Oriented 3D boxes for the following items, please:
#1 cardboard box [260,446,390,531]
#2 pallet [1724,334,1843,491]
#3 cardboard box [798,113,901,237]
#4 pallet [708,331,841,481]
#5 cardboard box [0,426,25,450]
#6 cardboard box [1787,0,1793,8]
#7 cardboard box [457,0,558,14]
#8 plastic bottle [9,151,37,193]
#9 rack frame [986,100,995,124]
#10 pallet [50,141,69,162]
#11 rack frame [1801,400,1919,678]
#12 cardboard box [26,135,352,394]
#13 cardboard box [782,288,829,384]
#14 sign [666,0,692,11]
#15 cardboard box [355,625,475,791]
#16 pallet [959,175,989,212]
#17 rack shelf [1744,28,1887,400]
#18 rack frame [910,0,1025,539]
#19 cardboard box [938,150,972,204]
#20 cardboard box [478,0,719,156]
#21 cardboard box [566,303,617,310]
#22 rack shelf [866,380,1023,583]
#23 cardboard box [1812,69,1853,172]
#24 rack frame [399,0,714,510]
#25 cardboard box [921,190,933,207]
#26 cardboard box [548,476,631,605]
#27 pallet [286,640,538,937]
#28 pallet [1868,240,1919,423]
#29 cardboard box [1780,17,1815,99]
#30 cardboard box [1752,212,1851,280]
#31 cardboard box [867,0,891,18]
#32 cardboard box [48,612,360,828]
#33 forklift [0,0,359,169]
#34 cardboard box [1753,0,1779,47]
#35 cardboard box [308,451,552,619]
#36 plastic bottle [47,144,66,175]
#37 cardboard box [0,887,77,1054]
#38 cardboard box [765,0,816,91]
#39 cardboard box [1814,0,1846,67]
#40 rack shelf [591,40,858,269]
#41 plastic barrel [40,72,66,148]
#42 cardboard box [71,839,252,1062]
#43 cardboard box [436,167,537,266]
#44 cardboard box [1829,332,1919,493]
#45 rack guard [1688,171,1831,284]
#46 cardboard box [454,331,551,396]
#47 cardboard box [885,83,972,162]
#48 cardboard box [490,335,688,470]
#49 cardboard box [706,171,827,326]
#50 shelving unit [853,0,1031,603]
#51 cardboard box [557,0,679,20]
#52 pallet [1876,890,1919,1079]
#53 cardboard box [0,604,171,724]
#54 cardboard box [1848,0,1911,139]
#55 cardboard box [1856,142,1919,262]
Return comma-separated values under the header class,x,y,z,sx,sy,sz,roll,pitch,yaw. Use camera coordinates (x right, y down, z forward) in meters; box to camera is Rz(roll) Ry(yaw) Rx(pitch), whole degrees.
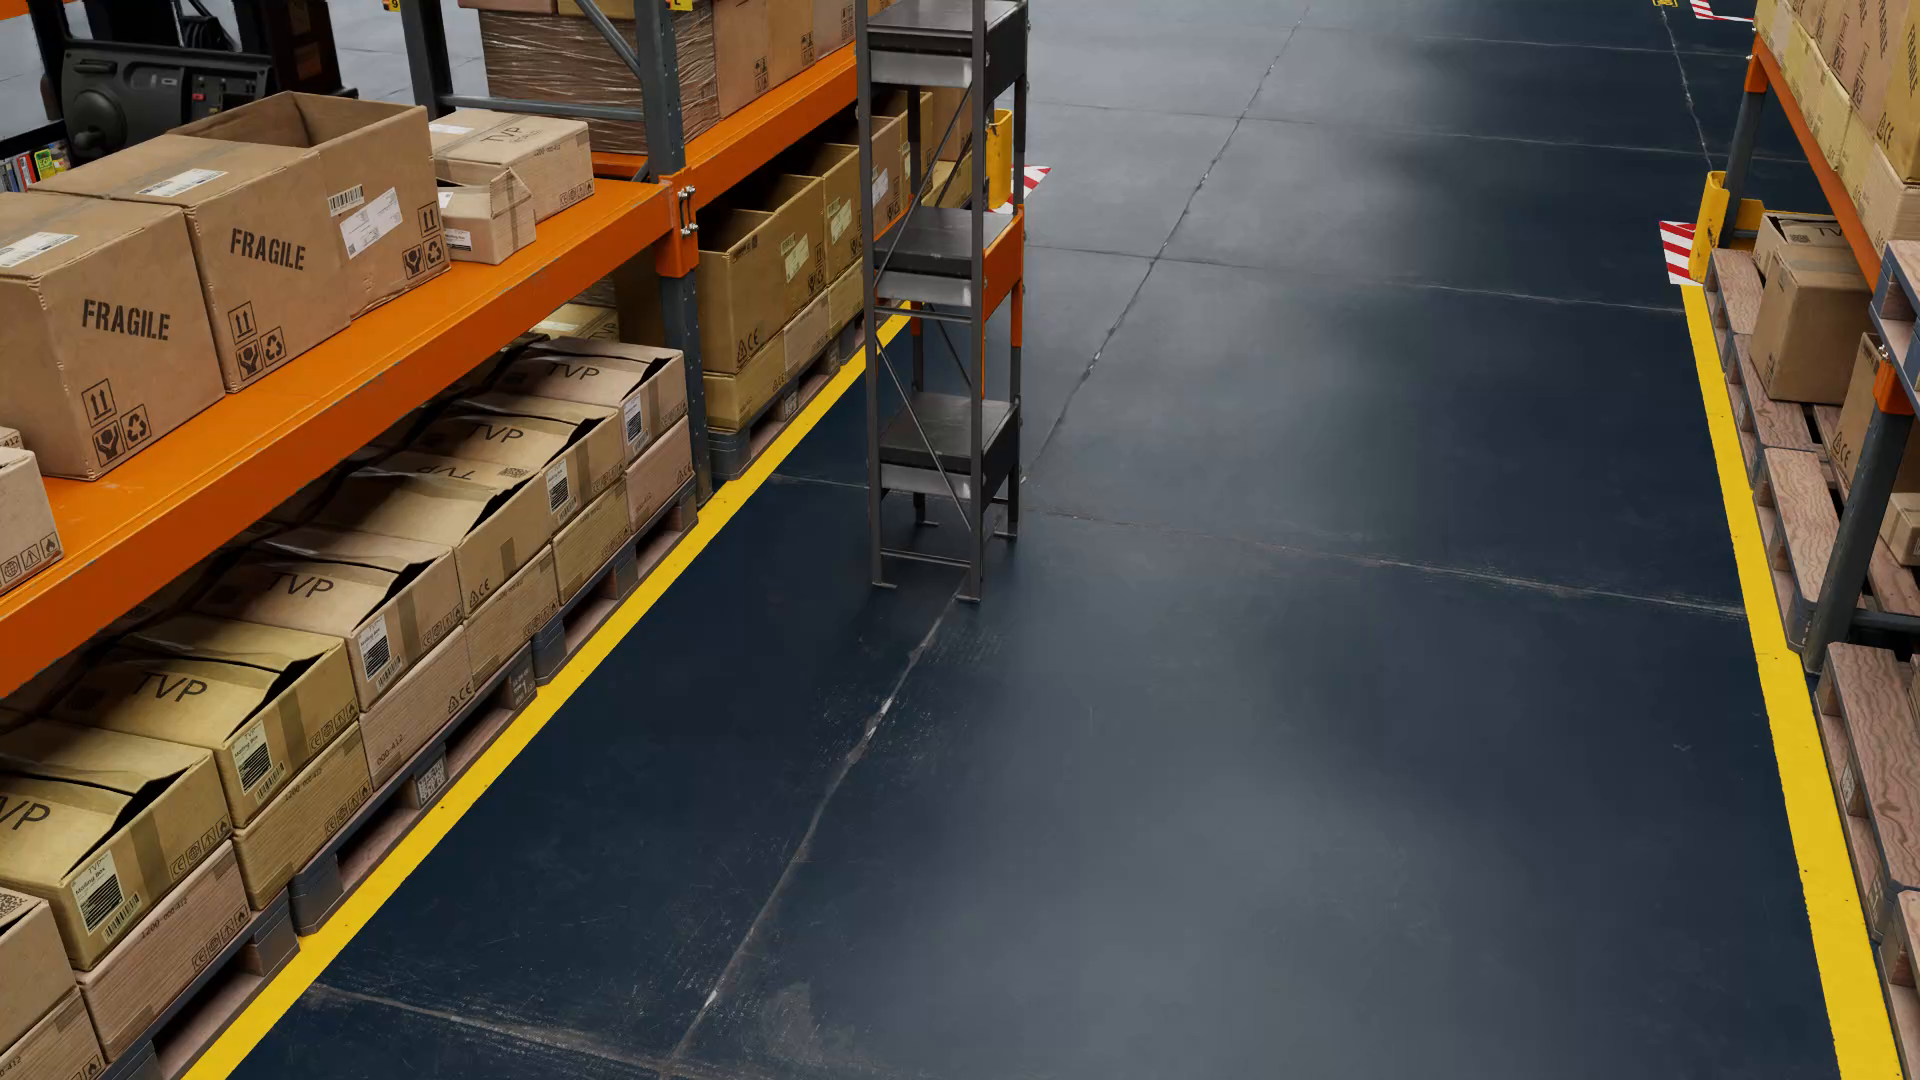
class,x,y,z,sx,sy,sz,roll,pitch,yaw
cardboard box,-2.131,-0.126,5.211,0.500,0.311,0.500,8,30,13
pallet,3.787,-0.491,6.915,1.003,0.211,1.213,8,30,15
cardboard box,-0.595,-1.706,7.857,0.500,0.500,0.500,8,30,15
pallet,-1.195,-0.674,7.244,1.003,0.211,1.213,8,30,15
cardboard box,-2.323,-0.161,3.712,0.380,0.149,0.250,11,31,19
cardboard box,3.860,-2.546,7.104,0.500,0.500,0.500,9,30,15
cardboard box,-1.594,-2.013,6.012,0.380,0.149,0.250,8,30,15
plastic bottle,-5.249,-2.069,9.232,0.152,0.276,0.135,9,30,15
rack frame,-0.295,-3.387,9.254,1.000,3.000,0.127,8,30,15
pallet,-5.250,-2.459,10.453,1.003,0.211,1.213,8,30,15
rack frame,3.268,-0.823,4.645,1.000,3.000,0.127,8,30,15
cardboard box,-2.012,-0.740,4.392,0.500,0.500,0.500,9,30,15
cardboard box,-0.891,-0.914,7.205,0.500,0.250,0.500,8,30,15
sign,-0.947,-1.927,5.519,0.100,0.325,0.005,8,30,15
cardboard box,-1.764,0.432,4.783,0.500,0.250,0.500,9,30,16
pallet,-0.479,-1.808,9.282,1.003,0.211,1.213,8,30,15
rack shelf,3.855,-1.439,6.490,1.077,0.370,4.000,8,30,15
rack frame,0.023,-0.954,5.805,0.400,2.100,0.015,8,30,15
cardboard box,-0.170,-2.078,9.296,0.500,0.250,0.500,8,30,15
cardboard box,-1.345,-1.779,6.260,0.700,0.500,0.500,8,30,14
cardboard box,-1.386,-0.988,7.337,0.500,0.250,0.500,8,30,15
rack shelf,-0.049,-0.217,5.948,0.431,0.518,0.480,8,30,15
cardboard box,3.404,-1.496,5.988,0.500,0.250,0.500,8,30,15
rack frame,-1.469,-1.529,5.912,1.000,3.000,0.127,8,30,15
cardboard box,-0.450,-1.611,8.457,0.500,0.250,0.500,8,30,15
cardboard box,-1.464,-0.042,5.636,0.500,0.250,0.500,8,30,14
pallet,-2.004,0.607,4.942,1.003,0.211,1.213,8,30,15
pallet,2.904,-0.405,4.090,1.003,0.211,1.213,8,30,15
cardboard box,3.701,-1.965,6.830,0.500,0.250,0.500,8,30,14
cardboard box,4.153,-1.391,7.978,0.500,0.311,0.500,5,30,9
cardboard box,-0.745,-2.741,7.990,0.700,0.500,0.500,9,30,15
cardboard box,-1.911,0.420,4.229,0.500,0.311,0.500,8,30,14
forklift,-3.052,-1.581,6.077,1.130,2.935,3.031,9,30,16
cardboard box,3.995,-2.444,7.692,0.500,0.250,0.500,8,30,13
cardboard box,-1.609,-0.052,5.078,0.500,0.311,0.500,8,30,15
plastic bottle,-5.149,-2.149,9.454,0.097,0.201,0.097,0,29,0
cardboard box,-2.209,0.902,3.363,0.500,0.311,0.500,10,30,17
cardboard box,-1.045,-2.258,7.121,0.700,0.500,0.500,9,30,16
cardboard box,3.562,-2.065,6.239,0.500,0.500,0.500,9,30,16
rack shelf,-0.882,-2.144,7.758,1.077,0.370,4.000,8,30,15
plastic barrel,-5.296,-2.643,10.042,0.421,0.512,0.421,0,29,0
cardboard box,-2.062,0.913,3.919,0.500,0.250,0.500,8,30,13
cardboard box,-1.551,-1.035,5.163,0.396,0.266,0.258,8,30,14
cardboard box,3.534,-0.411,6.023,0.500,0.500,0.500,6,30,11
rack guard,4.419,-1.555,8.530,1.175,0.500,0.348,8,30,15
cardboard box,-1.828,-0.599,6.061,0.500,0.311,0.500,9,30,15
cardboard box,-0.168,-2.405,9.114,0.500,0.500,0.500,8,30,15
cardboard box,-1.314,-0.526,5.930,0.500,0.311,0.500,8,30,15
cardboard box,-0.894,-1.243,7.023,0.500,0.500,0.500,8,30,15
shelving unit,-0.049,-0.841,5.601,0.431,2.100,0.503,8,30,15
cardboard box,-1.205,-1.953,5.905,0.380,0.149,0.250,8,30,15
pallet,2.684,1.326,3.649,1.003,0.211,1.213,8,30,15
cardboard box,-2.427,0.348,4.358,0.500,0.311,0.500,8,30,15
cardboard box,3.252,-1.591,5.387,0.500,0.500,0.500,8,30,15
cardboard box,3.117,-1.030,5.150,0.500,0.250,0.500,9,30,15
